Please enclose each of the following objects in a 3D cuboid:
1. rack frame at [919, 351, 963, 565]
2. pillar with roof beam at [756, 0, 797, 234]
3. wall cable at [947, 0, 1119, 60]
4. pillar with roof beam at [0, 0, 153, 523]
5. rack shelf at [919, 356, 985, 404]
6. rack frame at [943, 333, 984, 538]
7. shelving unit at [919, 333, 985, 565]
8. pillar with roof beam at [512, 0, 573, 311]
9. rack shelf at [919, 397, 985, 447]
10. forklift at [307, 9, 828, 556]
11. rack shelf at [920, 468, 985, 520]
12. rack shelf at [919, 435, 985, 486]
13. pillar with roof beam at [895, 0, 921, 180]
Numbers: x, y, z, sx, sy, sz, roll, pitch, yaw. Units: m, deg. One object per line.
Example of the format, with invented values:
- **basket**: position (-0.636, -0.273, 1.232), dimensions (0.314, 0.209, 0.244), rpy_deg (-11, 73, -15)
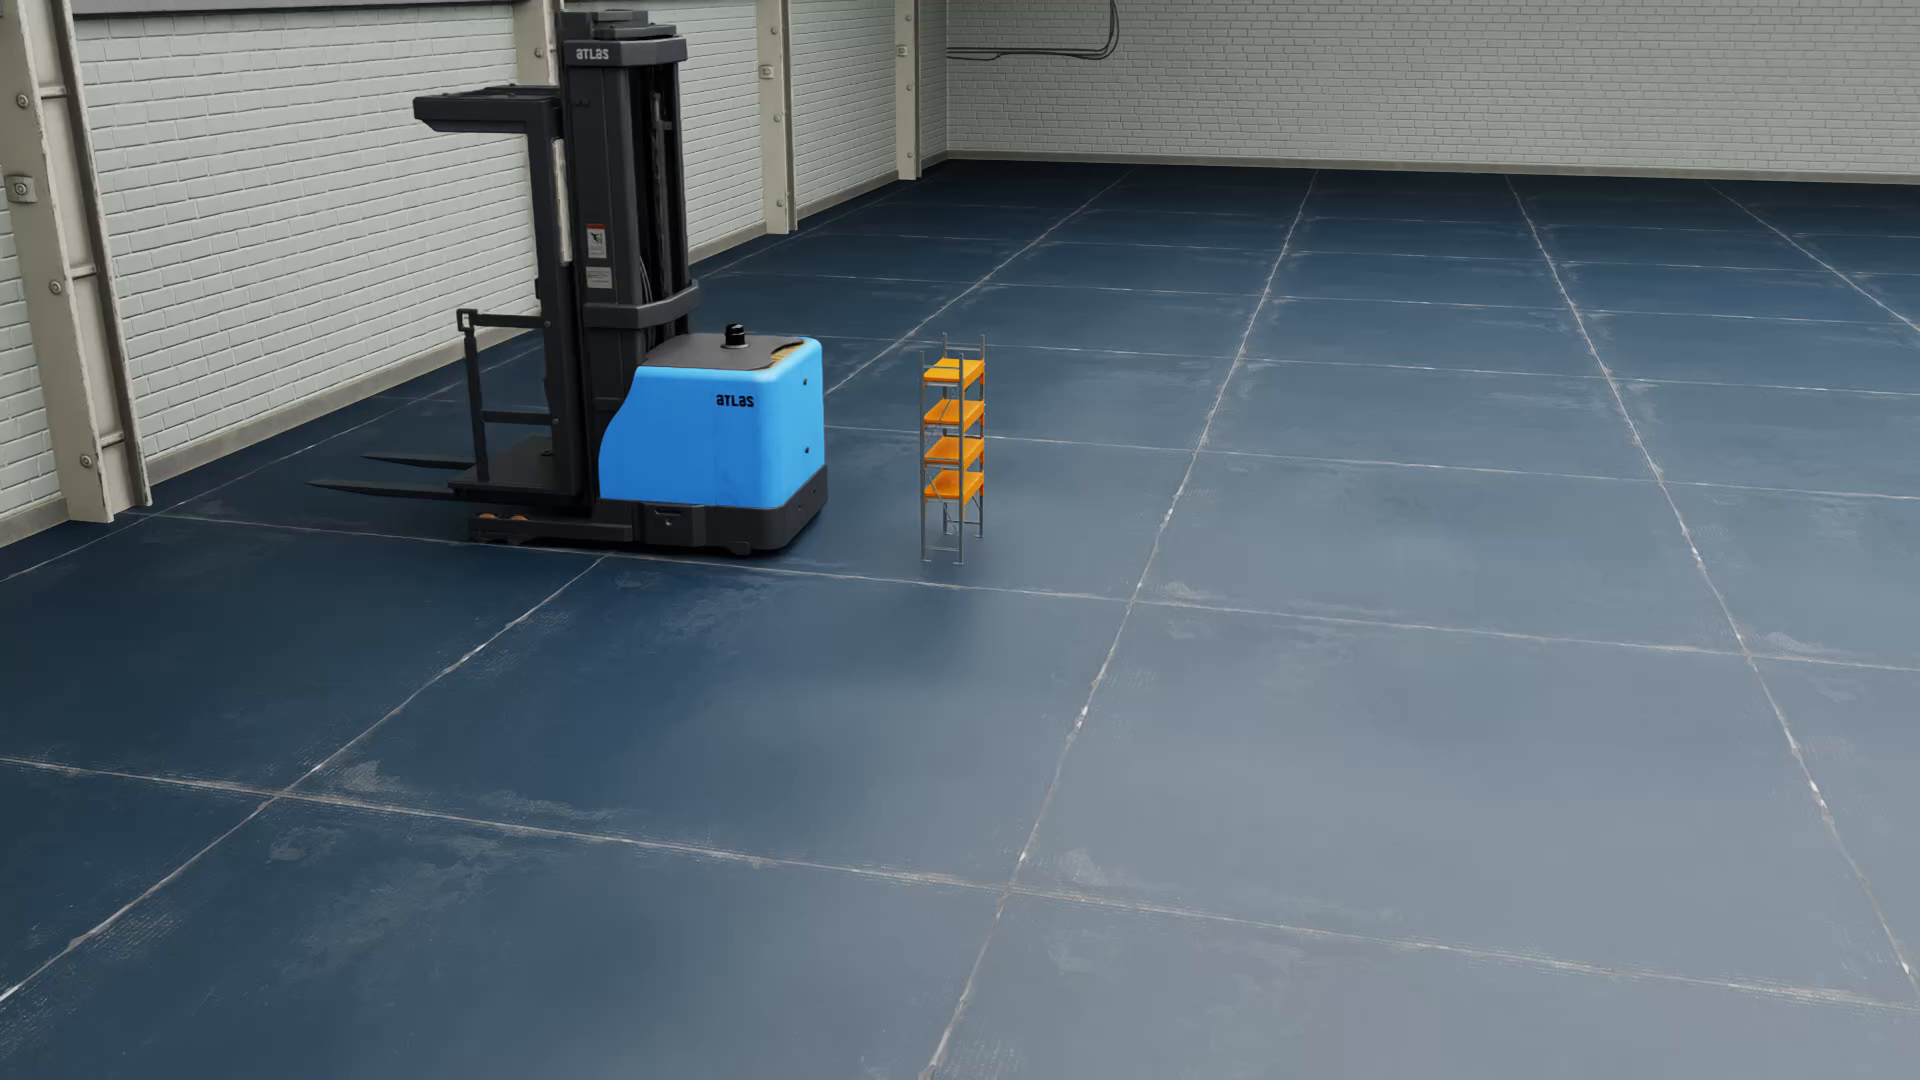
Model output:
- **rack frame**: position (-0.100, -0.439, 9.118), dimensions (0.240, 1.200, 0.015), rpy_deg (5, 19, 13)
- **pillar with roof beam**: position (1.889, -7.856, 18.764), dimensions (9.100, 9.000, 0.400), rpy_deg (5, 19, 13)
- **wall cable**: position (1.183, -9.426, 28.165), dimensions (3.097, 2.526, 0.112), rpy_deg (5, 19, 13)
- **pillar with roof beam**: position (-1.042, -4.094, 7.753), dimensions (9.100, 9.000, 0.400), rpy_deg (5, 19, 13)
- **rack shelf**: position (-0.040, -0.888, 9.215), dimensions (0.258, 0.148, 0.480), rpy_deg (5, 19, 13)
- **rack frame**: position (0.019, -0.592, 9.566), dimensions (0.240, 1.200, 0.015), rpy_deg (5, 19, 13)
- **shelving unit**: position (-0.040, -0.516, 9.342), dimensions (0.258, 1.200, 0.503), rpy_deg (5, 19, 13)
- **pillar with roof beam**: position (0.424, -5.975, 13.259), dimensions (9.100, 9.000, 0.400), rpy_deg (5, 19, 13)
- **rack shelf**: position (-0.040, -0.664, 9.291), dimensions (0.258, 0.148, 0.480), rpy_deg (5, 19, 13)
- **forklift**: position (-2.378, -1.522, 9.608), dimensions (3.031, 2.935, 1.130), rpy_deg (4, 19, 11)
- **rack shelf**: position (-0.040, -0.264, 9.428), dimensions (0.258, 0.148, 0.480), rpy_deg (5, 19, 13)
- **rack shelf**: position (-0.040, -0.452, 9.363), dimensions (0.258, 0.148, 0.480), rpy_deg (5, 19, 13)
- **pillar with roof beam**: position (3.355, -9.736, 24.270), dimensions (9.100, 9.000, 0.400), rpy_deg (5, 19, 13)
